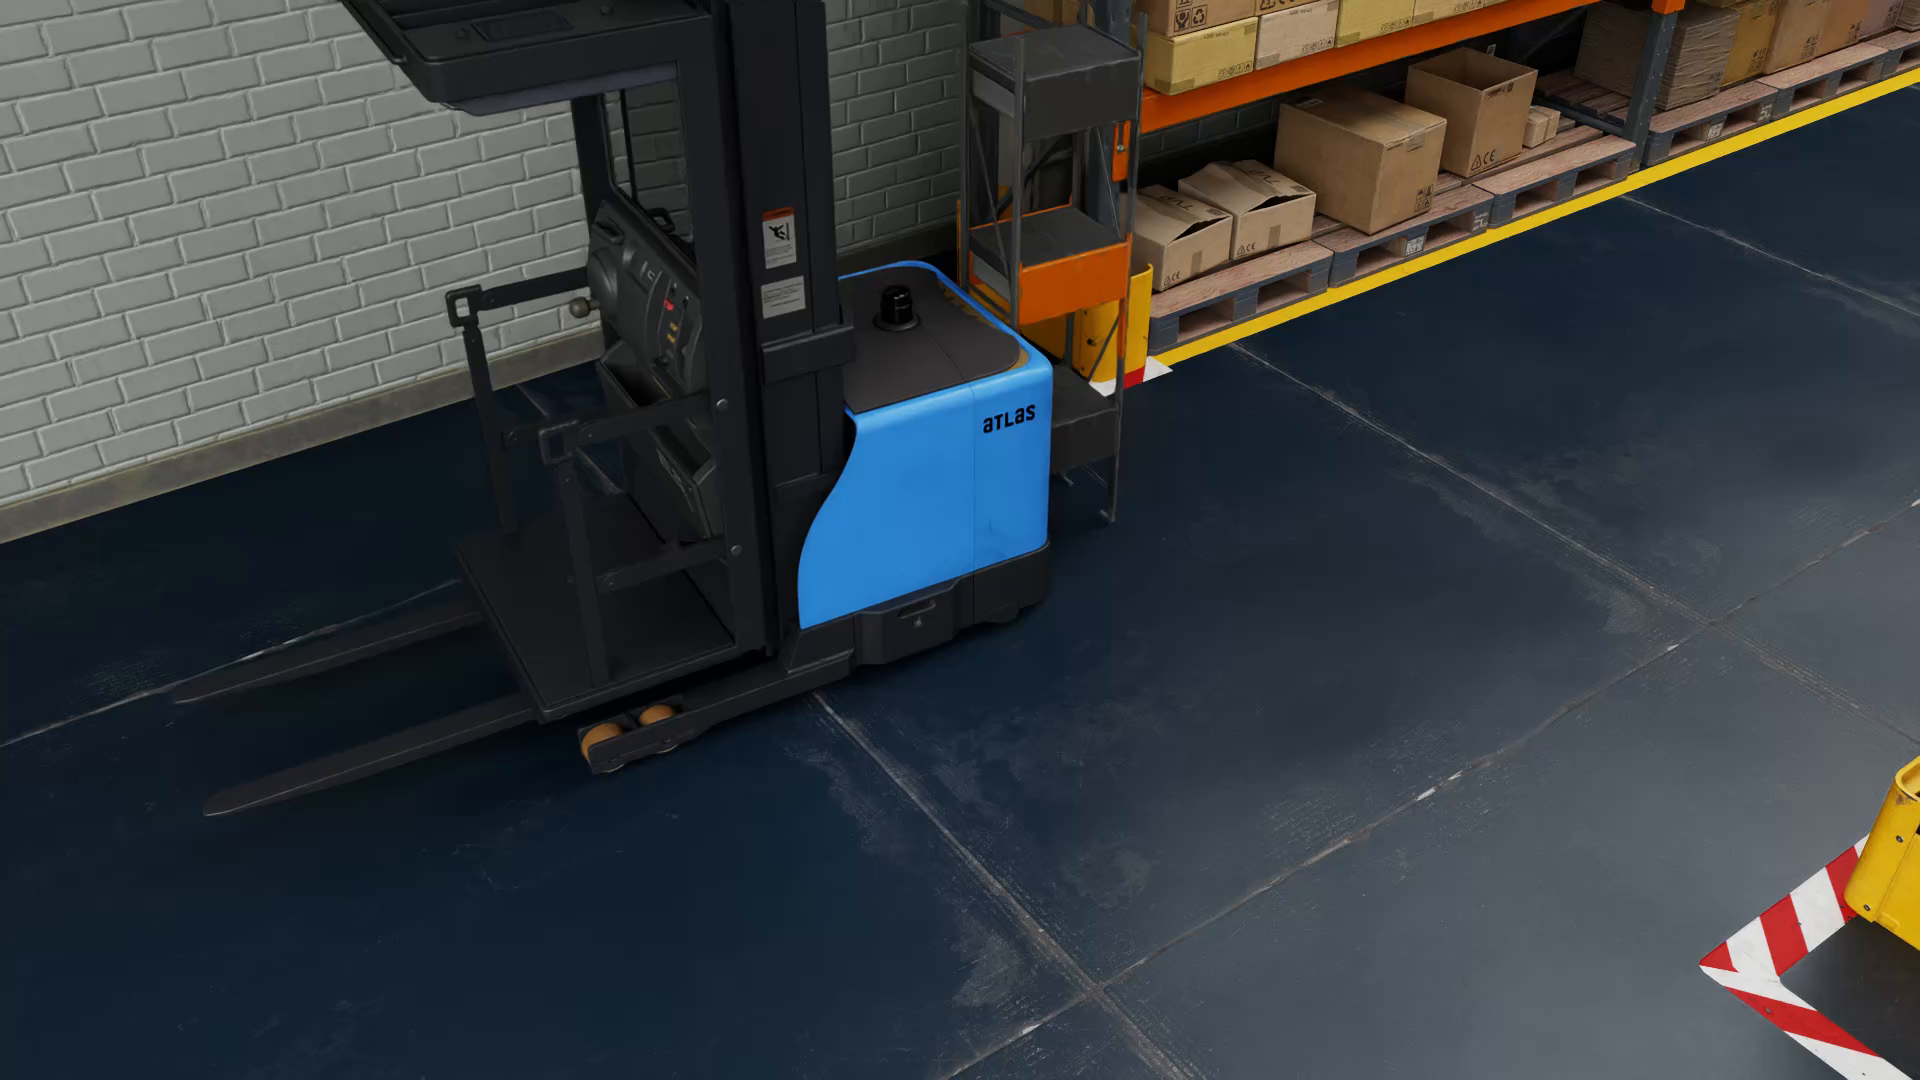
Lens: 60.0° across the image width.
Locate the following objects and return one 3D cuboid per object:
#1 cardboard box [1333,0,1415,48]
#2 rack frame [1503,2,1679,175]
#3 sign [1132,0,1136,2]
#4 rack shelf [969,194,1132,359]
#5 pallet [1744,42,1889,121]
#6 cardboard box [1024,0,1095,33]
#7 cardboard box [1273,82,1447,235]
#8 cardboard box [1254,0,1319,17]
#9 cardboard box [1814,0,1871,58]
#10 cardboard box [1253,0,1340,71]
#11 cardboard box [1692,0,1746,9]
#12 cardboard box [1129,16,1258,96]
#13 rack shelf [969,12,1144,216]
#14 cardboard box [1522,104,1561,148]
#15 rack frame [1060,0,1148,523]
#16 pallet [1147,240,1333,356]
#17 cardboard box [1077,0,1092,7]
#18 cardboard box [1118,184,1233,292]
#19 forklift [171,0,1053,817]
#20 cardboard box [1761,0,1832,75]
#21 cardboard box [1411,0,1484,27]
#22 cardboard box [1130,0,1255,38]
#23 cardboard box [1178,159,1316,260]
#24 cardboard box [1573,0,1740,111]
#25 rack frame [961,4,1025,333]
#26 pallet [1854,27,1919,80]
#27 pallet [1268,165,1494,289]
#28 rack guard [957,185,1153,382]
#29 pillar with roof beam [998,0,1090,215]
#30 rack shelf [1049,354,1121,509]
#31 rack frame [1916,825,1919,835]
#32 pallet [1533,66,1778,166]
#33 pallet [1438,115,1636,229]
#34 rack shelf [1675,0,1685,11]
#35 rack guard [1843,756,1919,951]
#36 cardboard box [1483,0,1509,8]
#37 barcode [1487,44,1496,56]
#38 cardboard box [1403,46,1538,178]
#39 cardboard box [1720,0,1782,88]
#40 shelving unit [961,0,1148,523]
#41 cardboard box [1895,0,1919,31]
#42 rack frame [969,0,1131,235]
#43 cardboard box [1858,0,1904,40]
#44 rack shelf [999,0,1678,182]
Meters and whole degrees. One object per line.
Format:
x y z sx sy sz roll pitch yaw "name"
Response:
1.791 -2.561 7.853 0.500 0.250 0.500 -23 42 -29 "cardboard box"
3.643 -3.597 9.182 0.127 3.000 1.000 -22 41 -28 "rack frame"
0.686 -2.344 6.698 0.005 0.325 0.100 -22 41 -28 "sign"
0.320 -0.944 6.287 0.480 0.518 0.431 -18 40 -24 "rack shelf"
5.277 -3.140 10.935 1.213 0.211 1.003 -22 41 -28 "pallet"
0.644 -2.448 7.696 0.500 0.250 0.500 -22 41 -27 "cardboard box"
2.085 -2.019 8.753 0.500 0.500 0.700 -25 43 -31 "cardboard box"
1.347 -2.681 7.378 0.500 0.500 0.500 -22 41 -28 "cardboard box"
5.476 -3.540 10.868 0.500 0.500 0.700 -23 41 -28 "cardboard box"
1.372 -2.392 7.619 0.500 0.250 0.500 -24 42 -29 "cardboard box"
4.593 -3.470 10.128 0.500 0.250 0.500 -23 42 -29 "cardboard box"
0.955 -2.211 7.366 0.500 0.250 0.500 -24 42 -29 "cardboard box"
0.320 -1.512 5.878 0.480 0.518 0.431 -18 40 -24 "rack shelf"
3.223 -2.431 9.610 0.250 0.166 0.380 -28 44 -33 "cardboard box"
0.532 -1.025 6.377 0.015 2.100 0.400 -18 40 -24 "rack frame"
1.120 -1.401 8.517 1.213 0.211 1.003 -22 41 -28 "pallet"
0.636 -2.763 7.491 0.500 0.500 0.500 -23 42 -28 "cardboard box"
0.991 -1.528 8.231 0.500 0.311 0.500 -28 44 -33 "cardboard box"
-1.197 -0.754 5.288 3.031 2.935 1.130 -18 40 -24 "forklift"
5.069 -3.366 10.625 0.500 0.500 0.700 -22 41 -27 "cardboard box"
2.206 -2.730 8.088 0.500 0.250 0.500 -22 41 -27 "cardboard box"
0.937 -2.520 7.154 0.500 0.500 0.500 -22 41 -28 "cardboard box"
1.457 -1.720 8.498 0.500 0.311 0.500 -19 40 -24 "cardboard box"
4.235 -3.016 10.138 0.500 0.500 0.700 -21 41 -26 "cardboard box"
0.108 -0.884 6.181 0.015 2.100 0.400 -18 40 -24 "rack frame"
6.273 -3.548 11.502 1.213 0.211 1.003 -22 41 -28 "pallet"
2.116 -1.809 9.084 1.213 0.211 1.003 -22 41 -28 "pallet"
0.436 -1.262 8.076 0.348 0.500 1.175 -22 41 -28 "rack guard"
2.927 -3.280 3.604 0.400 9.000 9.100 -22 41 -28 "pillar with roof beam"
0.320 -0.375 6.696 0.480 0.518 0.431 -18 40 -24 "rack shelf"
3.230 0.112 4.025 0.127 3.000 1.000 -22 41 -28 "rack frame"
4.279 -2.727 10.361 1.213 0.211 1.003 -22 41 -28 "pallet"
3.115 -2.222 9.658 1.213 0.211 1.003 -22 41 -28 "pallet"
5.278 -3.977 10.327 4.000 0.370 1.077 -22 41 -28 "rack shelf"
3.211 1.135 4.744 0.348 0.500 1.175 -22 41 -28 "rack guard"
2.616 -2.900 8.324 0.500 0.250 0.500 -23 41 -28 "cardboard box"
3.064 -2.823 9.596 0.075 0.075 0.001 -22 41 -28 "barcode"
2.818 -2.392 9.271 0.500 0.500 0.500 -26 43 -31 "cardboard box"
4.629 -3.214 10.413 0.500 0.500 0.700 -23 42 -29 "cardboard box"
0.320 -0.955 6.279 0.503 2.100 0.431 -18 40 -24 "shelving unit"
6.354 -3.839 11.282 0.500 0.500 0.700 -22 41 -27 "cardboard box"
0.374 -2.251 7.311 0.127 3.000 1.000 -22 41 -28 "rack frame"
5.866 -3.721 11.119 0.500 0.500 0.700 -22 41 -28 "cardboard box"
2.008 -2.632 8.456 4.000 0.370 1.077 -22 41 -28 "rack shelf"
